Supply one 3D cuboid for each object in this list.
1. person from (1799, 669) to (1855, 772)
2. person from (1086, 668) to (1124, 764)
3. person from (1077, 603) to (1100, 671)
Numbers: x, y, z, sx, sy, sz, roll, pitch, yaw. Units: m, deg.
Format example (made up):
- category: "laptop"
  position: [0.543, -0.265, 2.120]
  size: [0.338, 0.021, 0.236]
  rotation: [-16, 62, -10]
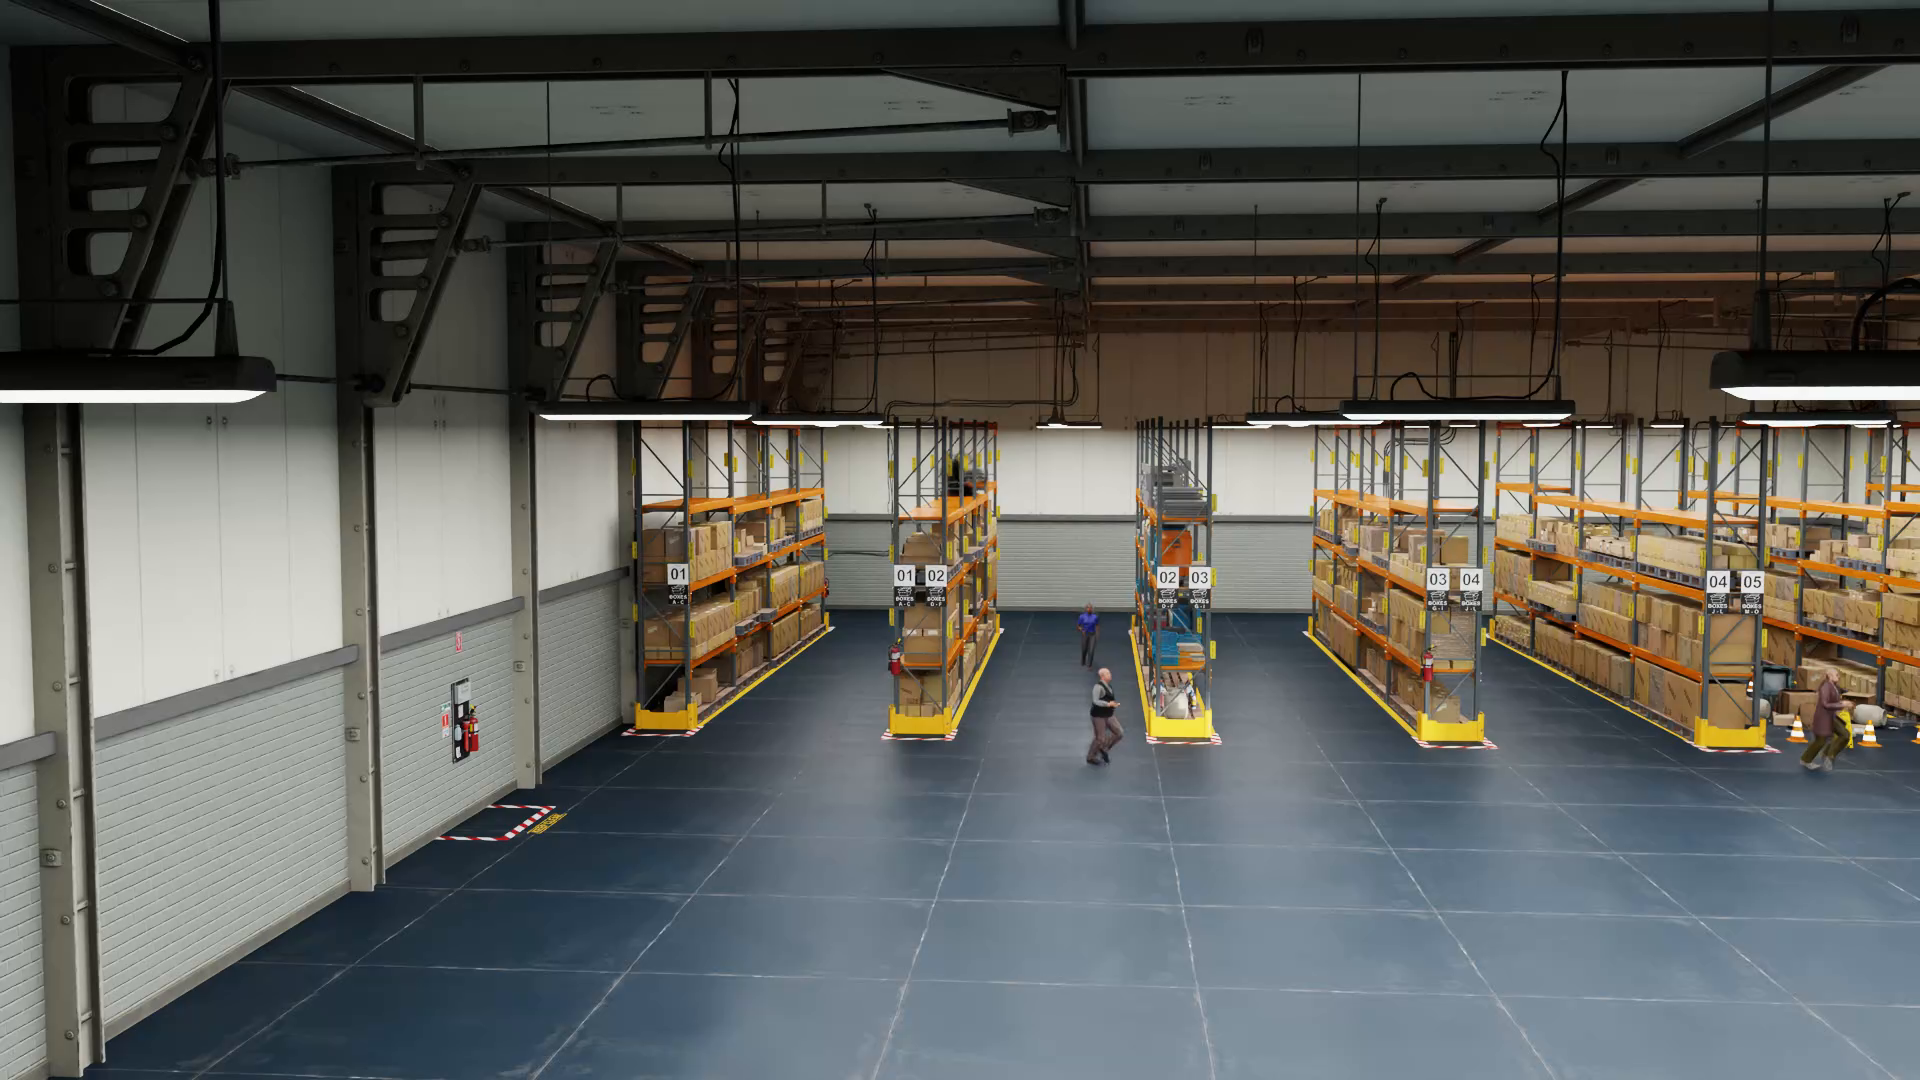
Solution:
- category: "person"
  position: [14.544, 3.013, 27.883]
  size: [0.755, 1.749, 0.868]
  rotation: [-4, 5, -44]
- category: "person"
  position: [2.449, 3.011, 28.373]
  size: [0.693, 1.676, 0.652]
  rotation: [2, 4, 34]
- category: "person"
  position: [3.083, 2.324, 39.807]
  size: [0.572, 1.601, 0.617]
  rotation: [0, 4, -4]
